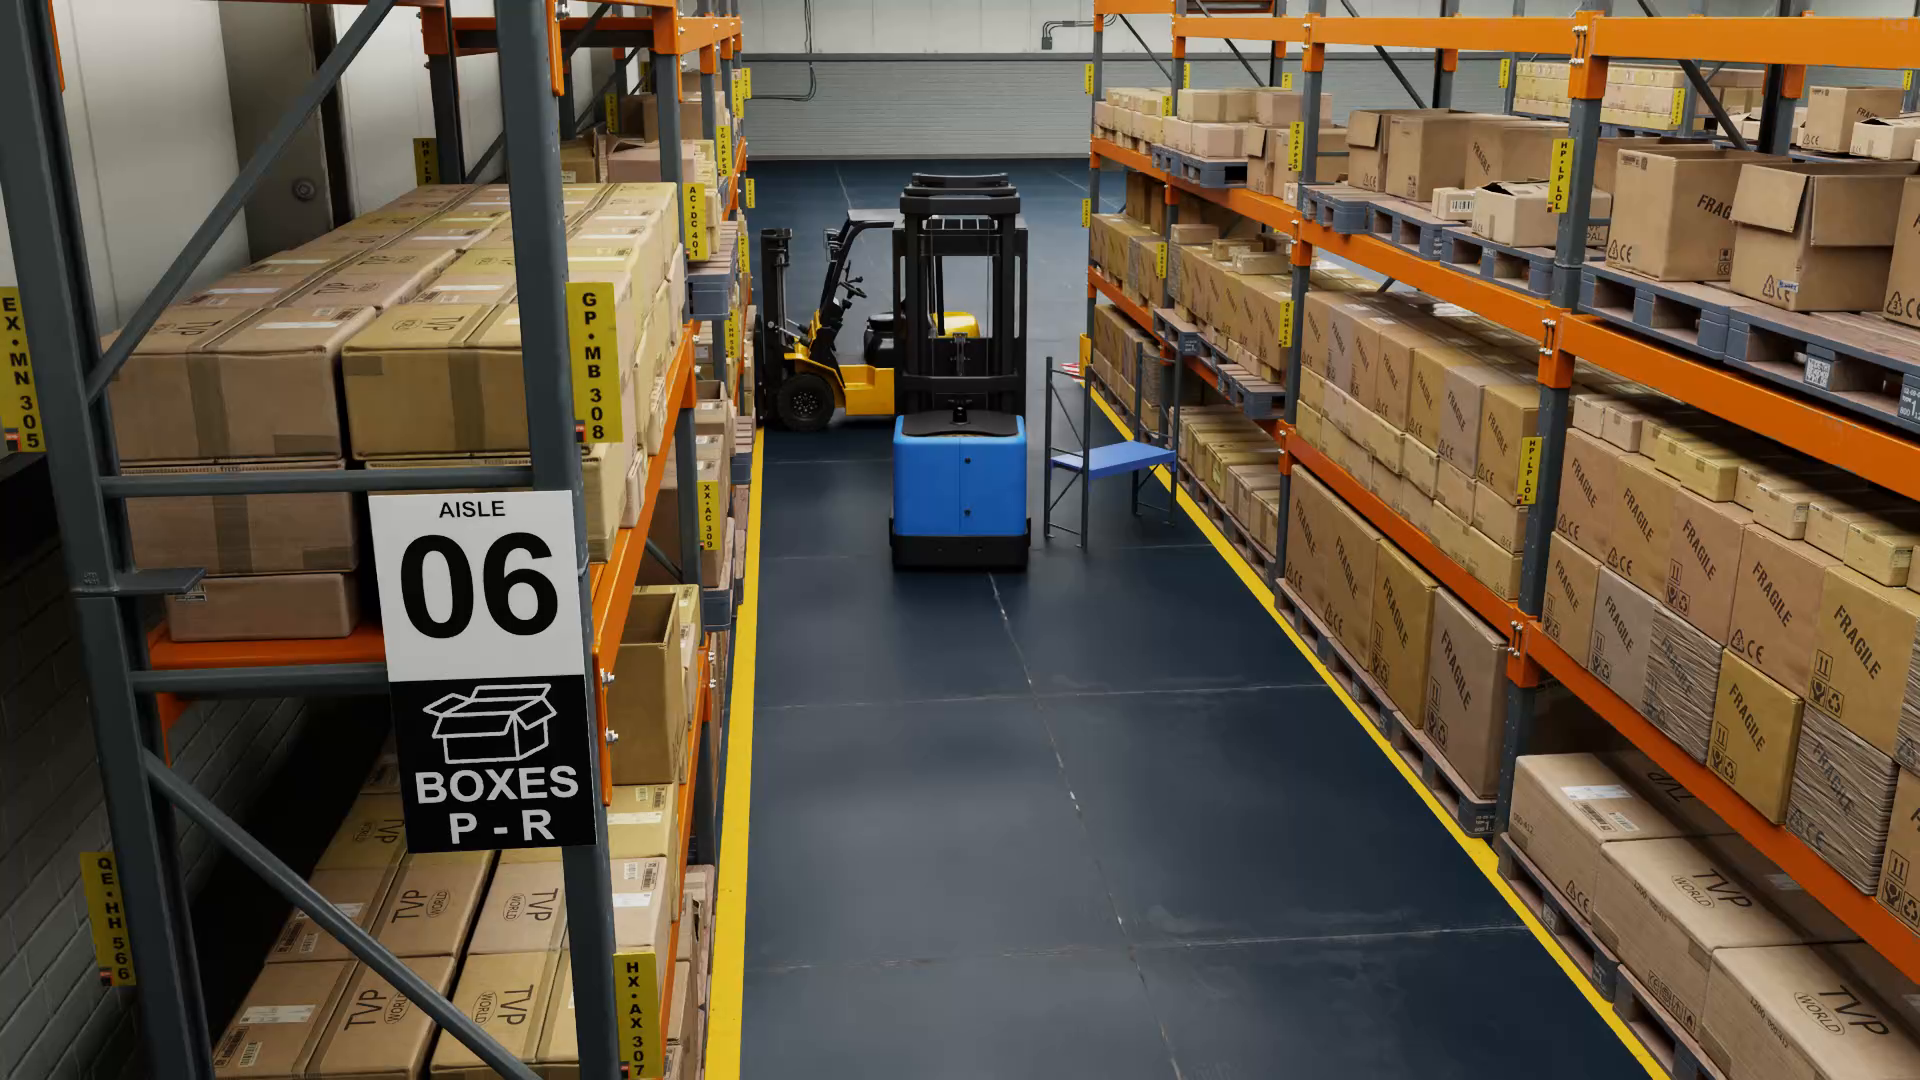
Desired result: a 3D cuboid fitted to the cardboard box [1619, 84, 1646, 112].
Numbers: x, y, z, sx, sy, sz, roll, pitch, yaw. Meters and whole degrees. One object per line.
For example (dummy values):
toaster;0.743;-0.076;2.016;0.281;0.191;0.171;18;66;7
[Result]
cardboard box;6.981;-4.439;16.688;0.500;0.250;0.500;-2;18;-6

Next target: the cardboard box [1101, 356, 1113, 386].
cardboard box;1.867;-1.896;18.599;0.500;0.250;0.500;-1;17;-4

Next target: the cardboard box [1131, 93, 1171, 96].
cardboard box;1.973;-4.534;17.192;0.380;0.149;0.250;-1;17;-4

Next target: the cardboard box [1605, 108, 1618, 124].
cardboard box;6.879;-4.361;17.104;0.380;0.149;0.250;-2;17;-5

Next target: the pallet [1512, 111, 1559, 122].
pallet;7.013;-4.760;18.972;1.003;0.211;1.213;-2;18;-6

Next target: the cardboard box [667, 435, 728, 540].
cardboard box;-1.567;-0.233;8.543;0.700;0.500;0.500;-2;17;-5

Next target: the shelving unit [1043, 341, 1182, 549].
shelving unit;1.258;-0.799;13.718;1.048;1.500;0.538;-14;22;-37

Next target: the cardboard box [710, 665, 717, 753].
cardboard box;-1.577;1.003;8.945;0.500;0.500;0.500;-2;18;-6

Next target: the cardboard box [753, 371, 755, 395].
cardboard box;-2.348;-1.644;16.960;0.500;0.250;0.500;-2;18;-6

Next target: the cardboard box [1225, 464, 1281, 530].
cardboard box;2.706;-0.361;13.504;0.950;0.372;0.625;-2;18;-7

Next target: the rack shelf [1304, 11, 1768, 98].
rack shelf;3.045;-2.758;9.307;1.077;0.370;4.000;-2;18;-6

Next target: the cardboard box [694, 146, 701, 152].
cardboard box;-1.769;-2.310;10.109;0.380;0.149;0.250;-2;18;-7

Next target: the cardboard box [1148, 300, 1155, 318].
cardboard box;2.057;-2.258;16.281;0.380;0.149;0.250;-1;17;-4

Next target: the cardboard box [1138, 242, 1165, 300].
cardboard box;2.073;-2.685;16.558;0.500;0.500;0.500;-1;17;-4

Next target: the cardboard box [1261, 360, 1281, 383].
cardboard box;2.471;-1.274;12.446;0.380;0.149;0.250;-2;17;-5

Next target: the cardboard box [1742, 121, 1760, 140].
cardboard box;7.199;-3.643;14.817;0.250;0.149;0.380;-2;18;-6

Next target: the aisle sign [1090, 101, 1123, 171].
aisle sign;1.699;-4.658;19.167;0.394;0.787;0.004;-2;18;-6

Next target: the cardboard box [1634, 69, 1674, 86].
cardboard box;6.933;-4.589;16.500;0.380;0.149;0.250;-2;18;-6

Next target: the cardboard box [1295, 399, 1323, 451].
cardboard box;2.639;-0.800;11.469;0.500;0.250;0.500;-2;18;-7

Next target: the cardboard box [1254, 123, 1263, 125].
cardboard box;2.729;-3.305;13.738;0.500;0.250;0.500;-2;17;-5

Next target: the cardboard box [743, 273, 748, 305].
cardboard box;-2.451;-2.707;17.124;0.500;0.500;0.500;-2;18;-5

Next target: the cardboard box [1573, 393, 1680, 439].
cardboard box;3.025;-0.566;7.553;0.380;0.149;0.250;-2;18;-6

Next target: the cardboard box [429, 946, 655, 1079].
cardboard box;-1.052;1.298;4.287;0.500;0.250;0.500;-2;18;-5

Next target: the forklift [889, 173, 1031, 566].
forklift;0.001;-1.586;13.835;1.130;2.935;3.031;0;17;0

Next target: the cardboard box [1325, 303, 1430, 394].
cardboard box;2.707;-1.248;10.810;0.500;0.500;0.500;-2;18;-5

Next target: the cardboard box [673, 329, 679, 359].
cardboard box;-1.333;-0.820;6.692;0.380;0.149;0.250;-2;18;-6

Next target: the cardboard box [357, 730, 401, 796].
cardboard box;-1.737;0.856;5.697;0.500;0.250;0.500;-2;18;-6

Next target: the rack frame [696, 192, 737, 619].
rack frame;-2.098;-0.871;11.444;1.000;3.000;0.127;-2;18;-6

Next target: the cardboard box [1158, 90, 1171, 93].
cardboard box;2.350;-4.779;17.970;0.380;0.149;0.250;-2;18;-5

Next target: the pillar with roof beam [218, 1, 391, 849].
pillar with roof beam;1.772;-2.439;6.424;9.100;9.000;0.400;-2;18;-6

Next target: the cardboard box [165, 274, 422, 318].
cardboard box;-1.650;-0.506;4.194;0.500;0.250;0.500;-2;18;-7

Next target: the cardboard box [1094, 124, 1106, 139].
cardboard box;1.725;-4.612;18.770;0.380;0.149;0.250;-2;18;-6

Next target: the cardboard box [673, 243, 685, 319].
cardboard box;-1.387;-1.045;6.744;0.500;0.250;0.500;-2;18;-5

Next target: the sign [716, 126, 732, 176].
sign;-1.558;-2.565;10.969;0.100;0.325;0.005;-2;18;-6

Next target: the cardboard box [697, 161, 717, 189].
cardboard box;-1.498;-1.940;8.896;0.380;0.149;0.250;-2;18;-5

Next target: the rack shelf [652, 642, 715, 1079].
rack shelf;-1.480;1.260;5.858;1.077;0.370;4.000;-2;18;-6

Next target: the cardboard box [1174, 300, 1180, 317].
cardboard box;2.169;-2.123;15.151;0.380;0.149;0.250;-2;17;-5

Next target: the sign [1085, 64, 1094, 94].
sign;1.474;-5.240;18.894;0.100;0.325;0.005;-2;18;-6

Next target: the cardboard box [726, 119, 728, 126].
cardboard box;-2.115;-3.263;13.335;0.500;0.311;0.500;-2;18;-8

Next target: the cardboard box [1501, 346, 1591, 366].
cardboard box;3.362;-0.799;9.378;0.500;0.500;0.500;-2;18;-7

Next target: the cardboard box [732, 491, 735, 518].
cardboard box;-2.224;-0.319;12.950;0.875;0.625;0.625;-1;17;-4

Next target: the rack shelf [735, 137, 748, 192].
rack shelf;-2.717;-3.747;16.797;1.077;0.370;4.000;-2;18;-6

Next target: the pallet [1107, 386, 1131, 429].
pallet;2.192;-1.450;17.944;1.003;0.211;1.213;-2;18;-6

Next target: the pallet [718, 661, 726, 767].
pallet;-1.936;1.046;9.994;1.003;0.211;1.213;-2;18;-6

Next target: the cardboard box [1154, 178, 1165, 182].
cardboard box;2.483;-3.631;17.901;0.700;0.500;0.500;-2;18;-6

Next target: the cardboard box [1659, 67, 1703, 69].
cardboard box;7.507;-4.838;17.293;0.380;0.149;0.250;-2;18;-6

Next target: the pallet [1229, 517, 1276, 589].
pallet;2.759;0.072;13.096;1.003;0.211;1.213;-2;18;-6

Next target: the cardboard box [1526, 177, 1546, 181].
cardboard box;3.411;-1.956;9.416;0.396;0.266;0.258;0;17;-1

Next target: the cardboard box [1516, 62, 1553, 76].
cardboard box;6.644;-5.423;19.154;0.380;0.149;0.250;-2;17;-5

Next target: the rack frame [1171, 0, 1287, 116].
rack frame;2.426;-5.080;14.834;1.000;3.000;0.127;-2;18;-6

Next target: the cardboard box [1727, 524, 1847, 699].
cardboard box;3.196;0.245;6.054;0.500;0.500;0.500;-2;18;-6

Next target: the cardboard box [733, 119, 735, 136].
cardboard box;-2.255;-3.765;15.206;0.380;0.149;0.250;-1;17;-4

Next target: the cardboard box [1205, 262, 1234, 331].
cardboard box;2.342;-2.009;13.704;0.500;0.500;0.500;-2;18;-8

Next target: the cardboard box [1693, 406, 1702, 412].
cardboard box;3.599;-0.586;7.617;0.380;0.149;0.250;-2;18;-7

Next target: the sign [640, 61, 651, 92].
sign;-3.476;-5.125;18.395;0.100;0.325;0.005;-2;18;-6

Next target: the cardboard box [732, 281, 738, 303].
cardboard box;-2.078;-2.100;14.109;0.380;0.149;0.250;-2;18;-7
